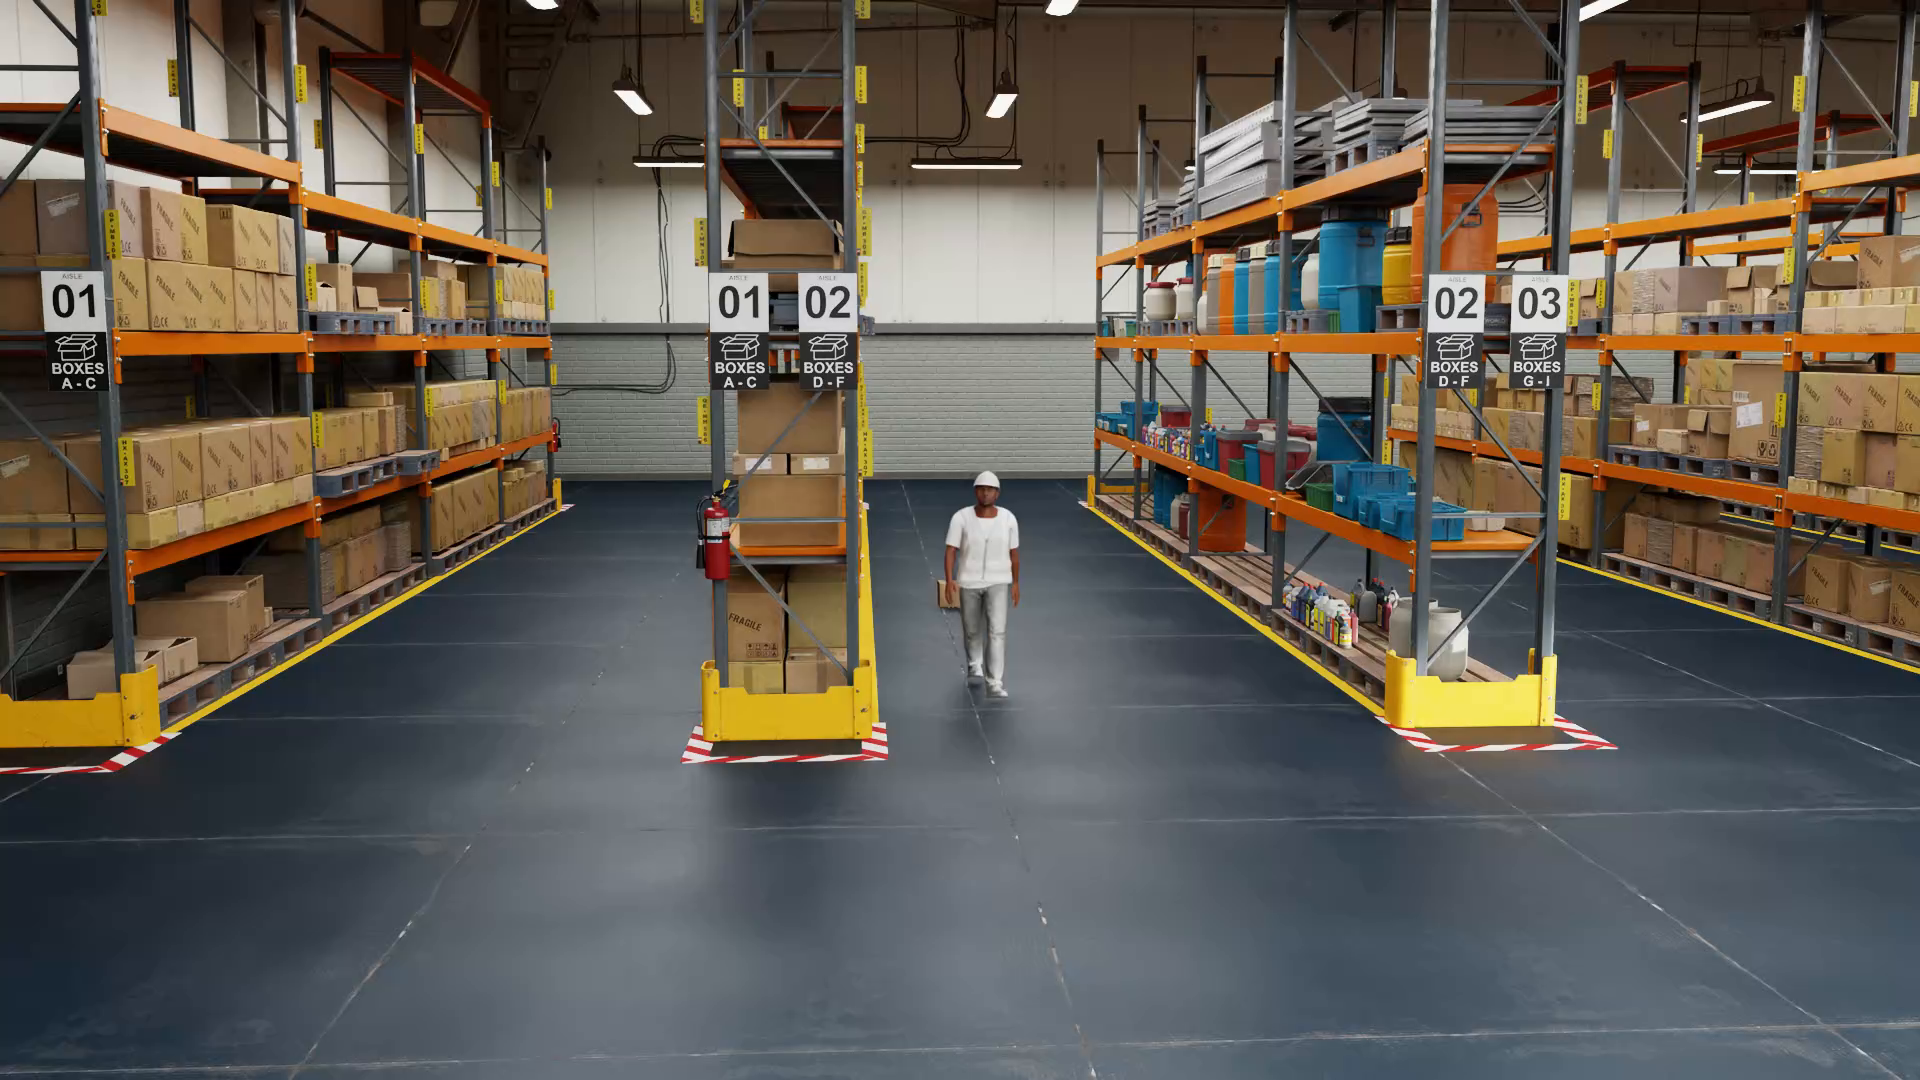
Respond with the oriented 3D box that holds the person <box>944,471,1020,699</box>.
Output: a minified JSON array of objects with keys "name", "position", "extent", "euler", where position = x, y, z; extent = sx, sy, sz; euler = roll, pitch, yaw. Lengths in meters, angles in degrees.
[{"name":"person","position":[0.173,0.335,12.875],"extent":[0.587,1.728,1.025],"euler":[0,7,2]}]
